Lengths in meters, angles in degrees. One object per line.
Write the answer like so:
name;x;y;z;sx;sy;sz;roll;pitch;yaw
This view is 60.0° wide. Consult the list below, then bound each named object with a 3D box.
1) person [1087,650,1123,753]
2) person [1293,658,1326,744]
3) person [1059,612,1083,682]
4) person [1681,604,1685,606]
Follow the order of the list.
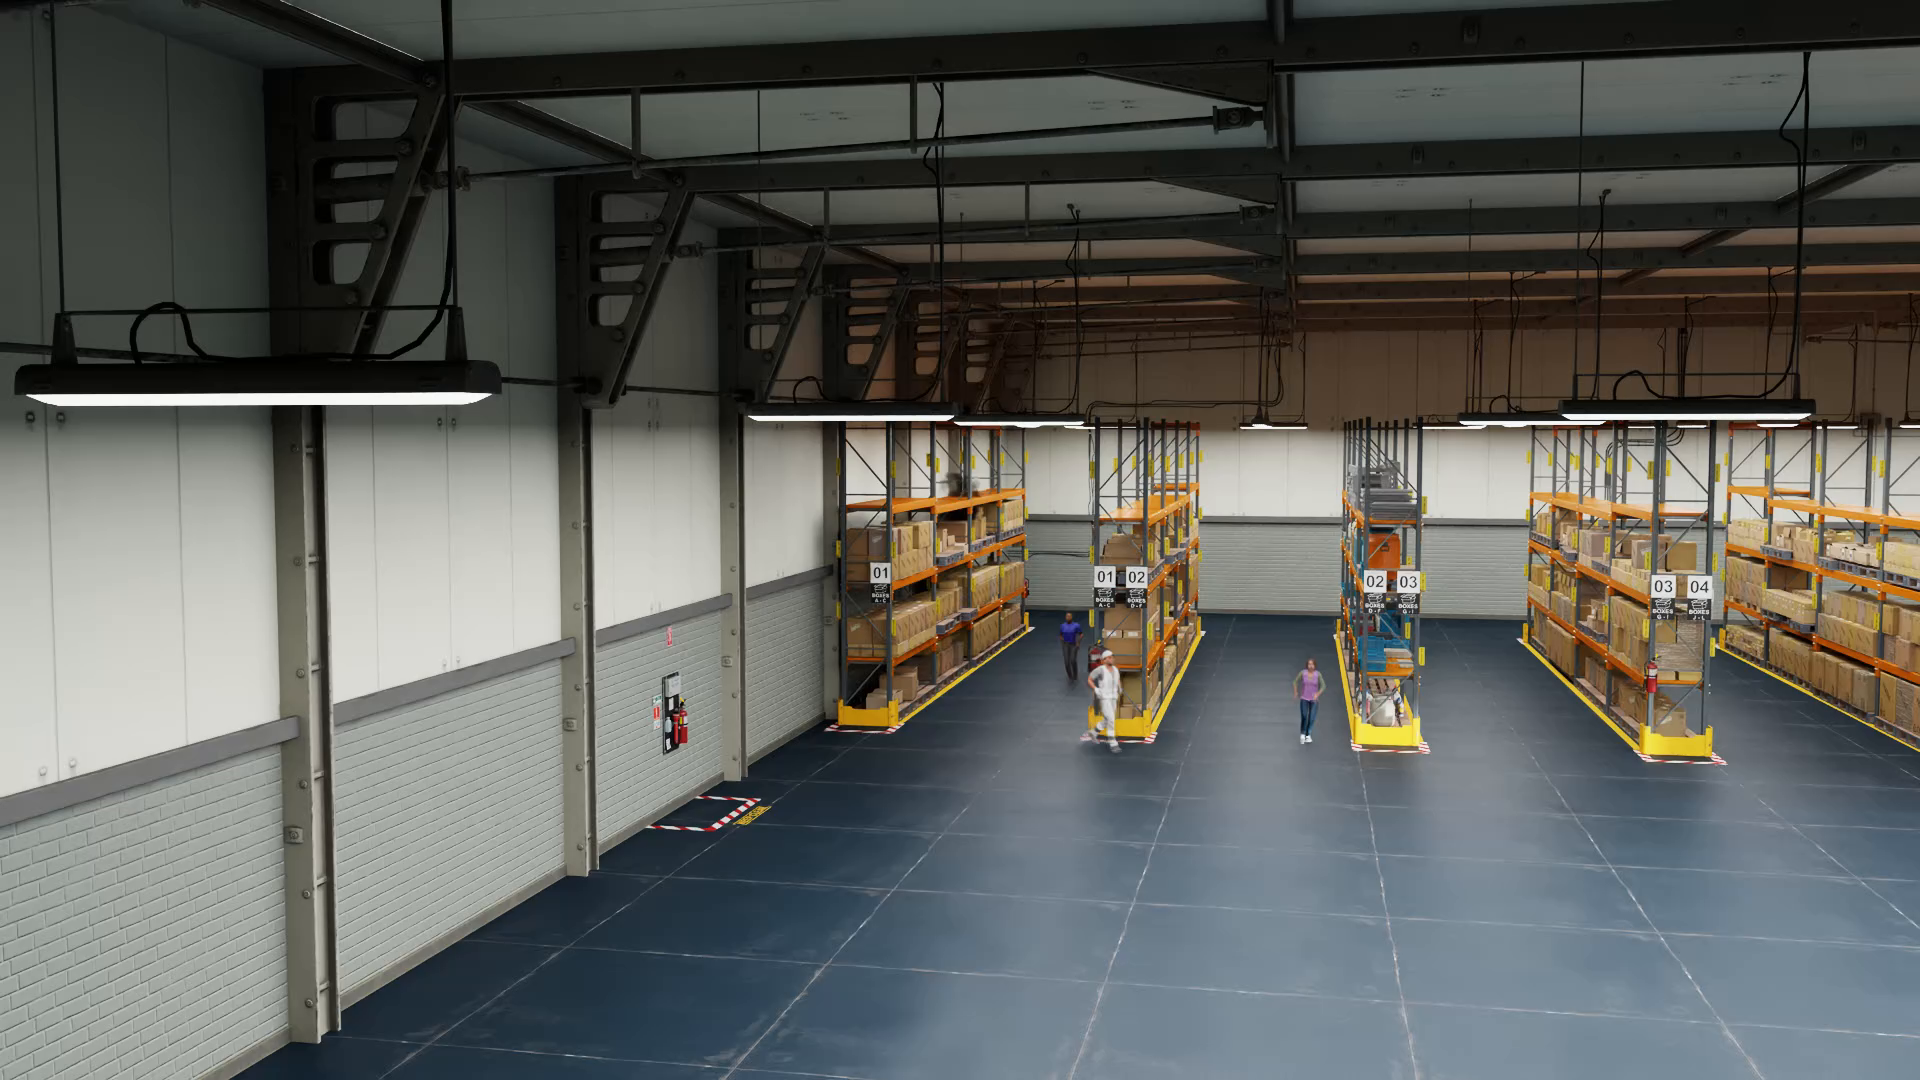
person;2.661;2.893;29.984;0.708;1.813;0.868;-3;5;-38
person;6.436;2.967;30.597;0.581;1.557;0.550;1;4;8
person;2.501;2.449;37.879;0.548;1.610;0.558;1;4;16
person;18.883;2.019;43.807;0.844;1.729;0.633;2;4;27
